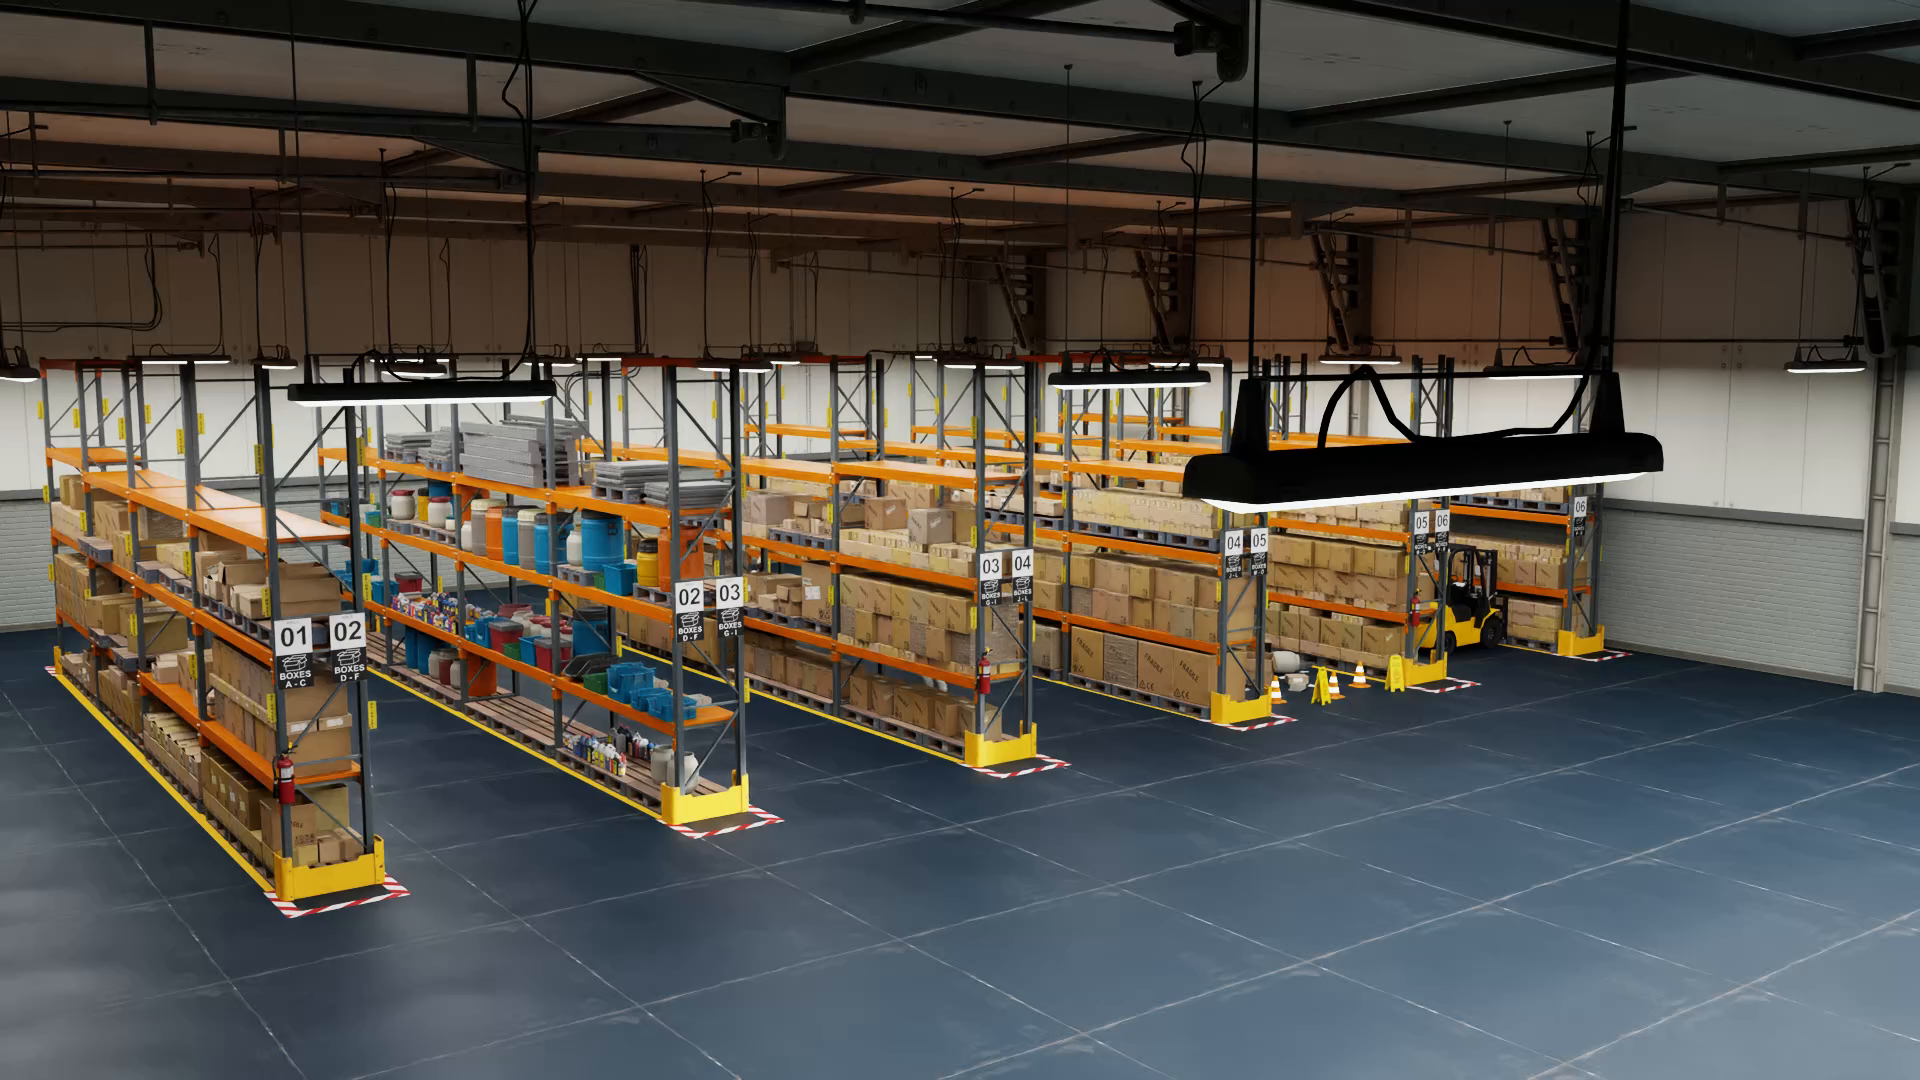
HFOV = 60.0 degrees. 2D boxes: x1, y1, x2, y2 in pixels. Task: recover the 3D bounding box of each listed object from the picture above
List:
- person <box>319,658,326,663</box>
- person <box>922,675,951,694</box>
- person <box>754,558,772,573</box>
[{"bbox_3d":[-12.507,1.648,32.321,0.535,1.710,0.440,-5,8,-36],"label":"person"},{"bbox_3d":[-0.464,1.966,29.209,0.599,1.745,0.538,-6,9,-43],"label":"person"},{"bbox_3d":[-4.147,1.234,35.143,0.615,1.721,1.064,-5,8,-33],"label":"person"}]
